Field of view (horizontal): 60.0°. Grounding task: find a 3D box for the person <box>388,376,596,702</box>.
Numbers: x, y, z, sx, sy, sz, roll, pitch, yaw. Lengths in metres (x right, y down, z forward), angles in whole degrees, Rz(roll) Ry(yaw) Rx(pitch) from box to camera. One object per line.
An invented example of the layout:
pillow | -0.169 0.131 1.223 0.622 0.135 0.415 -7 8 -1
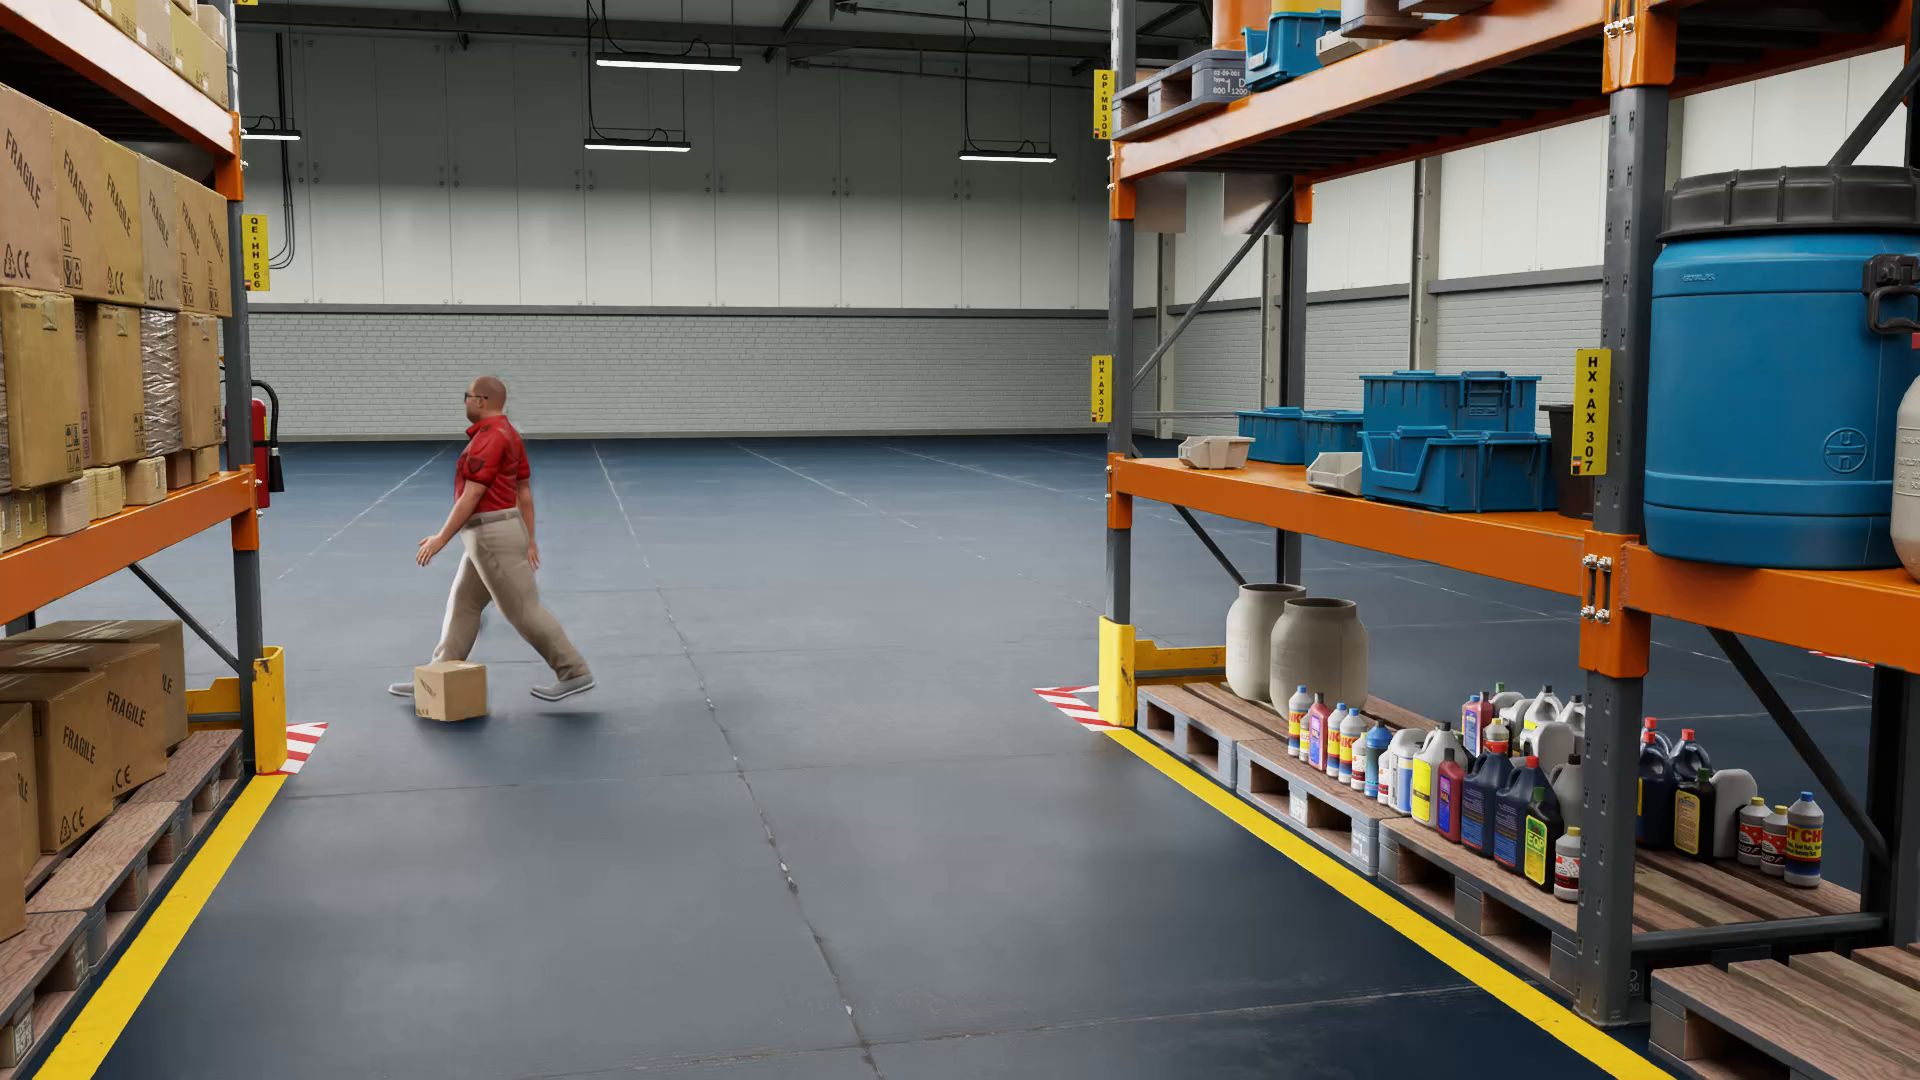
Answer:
person | -2.418 0.000 8.459 1.067 1.664 0.563 -1 6 -6
